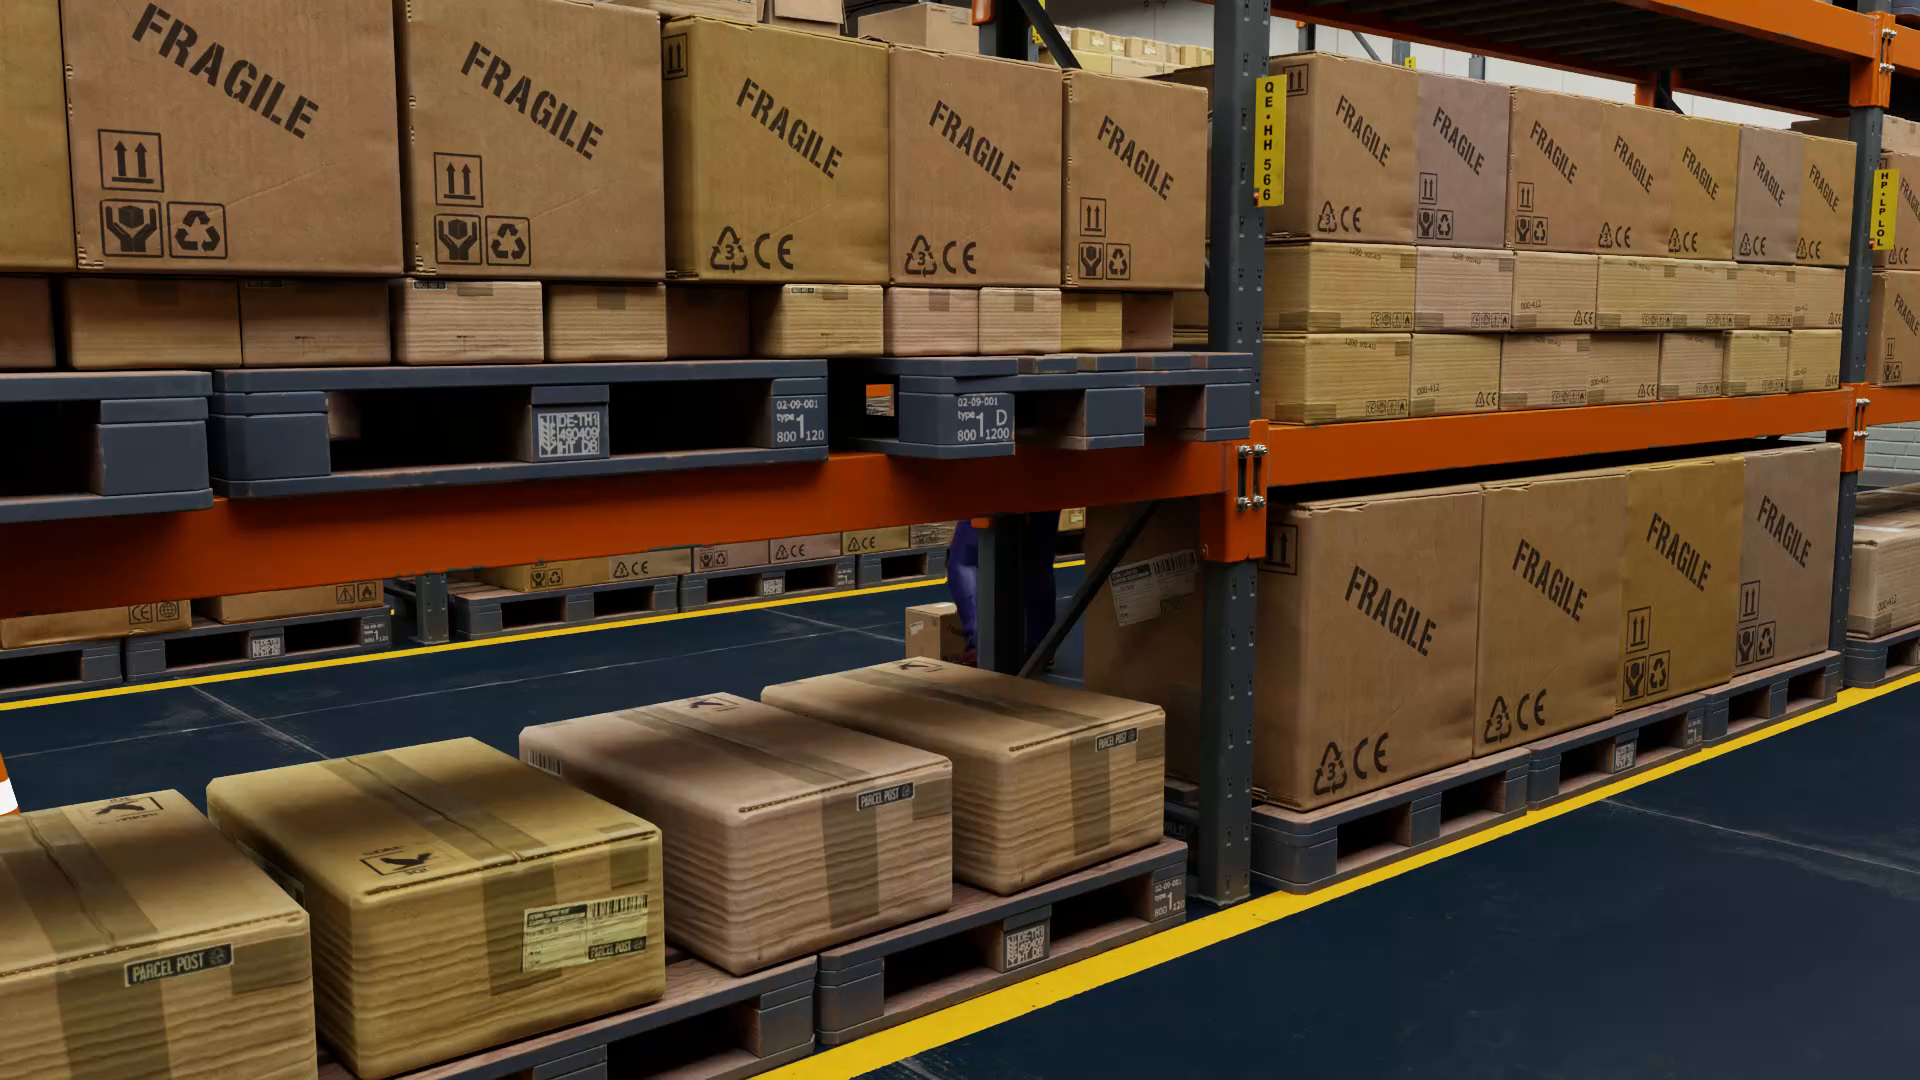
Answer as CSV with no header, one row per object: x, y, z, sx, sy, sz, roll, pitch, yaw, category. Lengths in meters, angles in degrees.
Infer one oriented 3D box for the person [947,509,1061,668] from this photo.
0.189,-0.204,7.331,0.657,1.658,0.523,-5,9,-34,person
